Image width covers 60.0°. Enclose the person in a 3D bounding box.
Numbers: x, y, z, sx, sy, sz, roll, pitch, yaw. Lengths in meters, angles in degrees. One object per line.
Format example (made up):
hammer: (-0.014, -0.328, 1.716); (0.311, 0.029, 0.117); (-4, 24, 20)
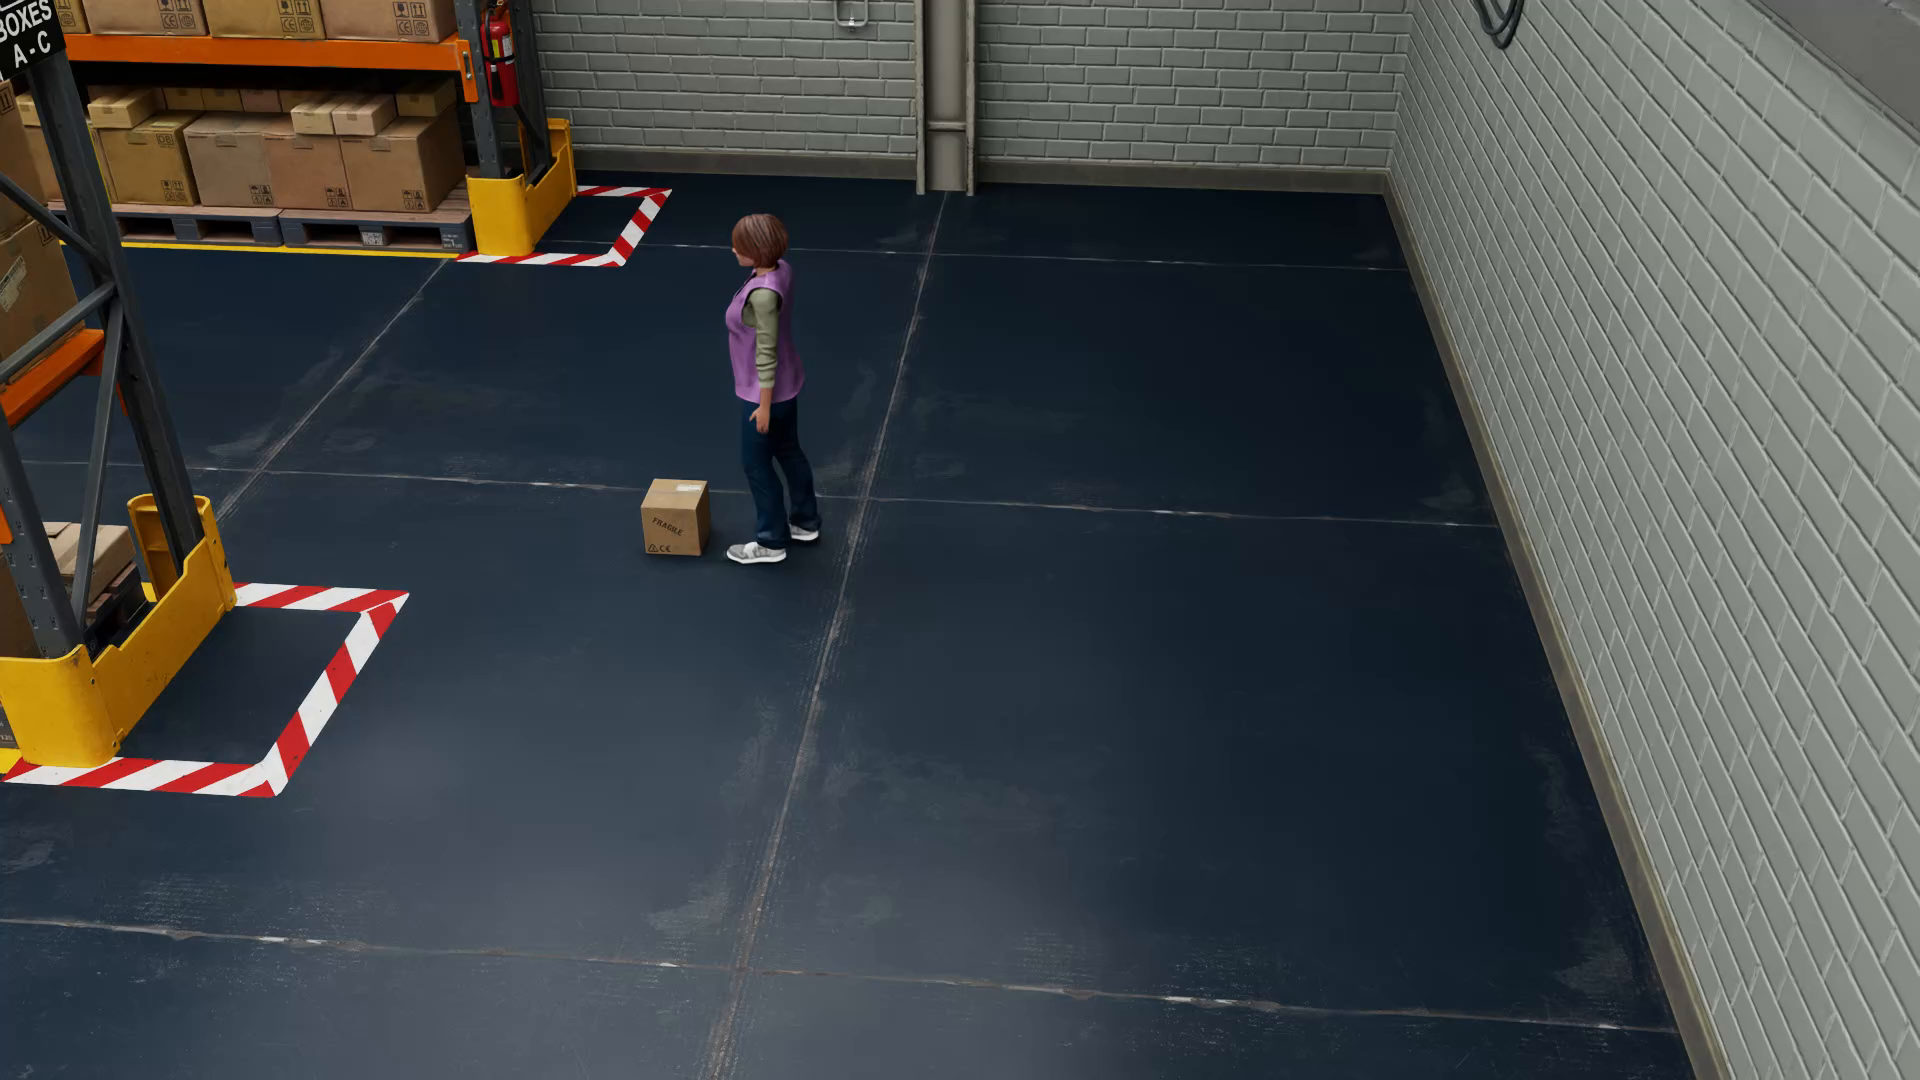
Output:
person: (-0.836, -0.645, 7.159); (0.409, 1.600, 0.418); (3, 33, 5)
